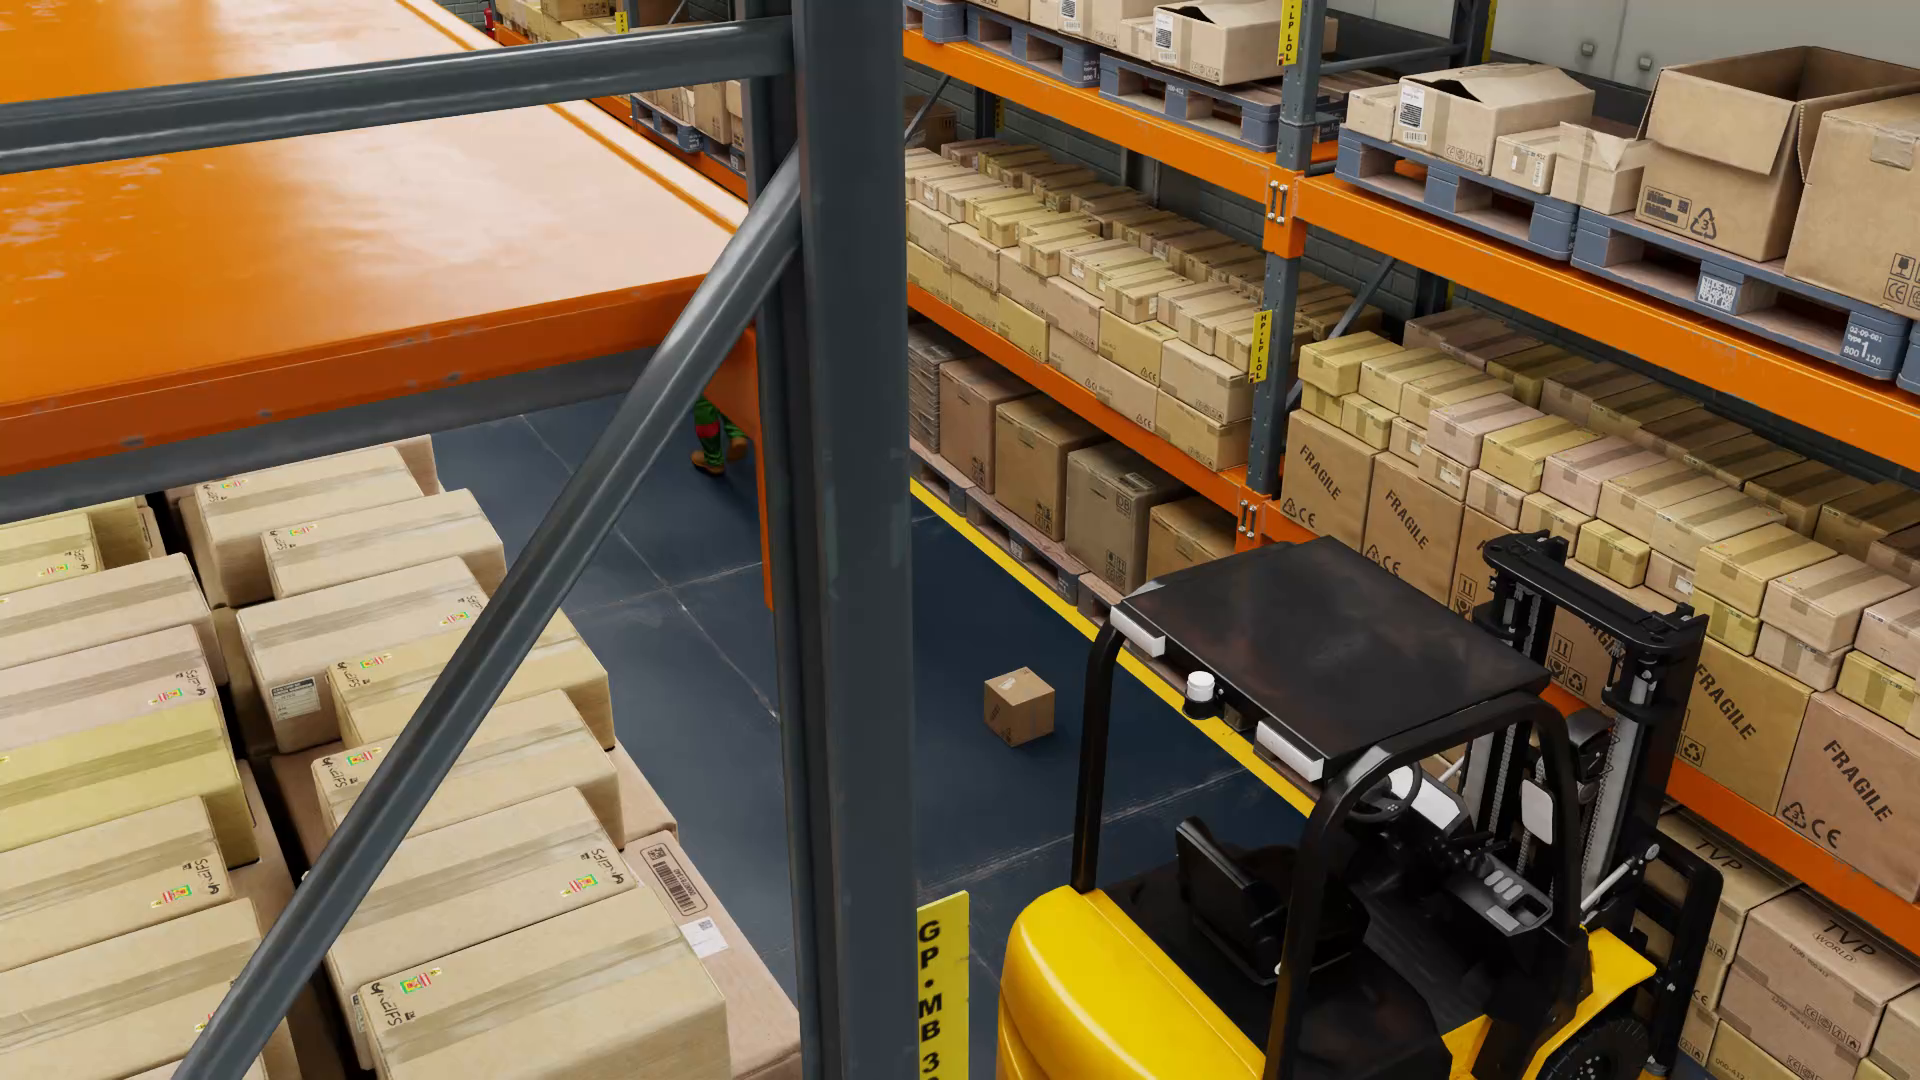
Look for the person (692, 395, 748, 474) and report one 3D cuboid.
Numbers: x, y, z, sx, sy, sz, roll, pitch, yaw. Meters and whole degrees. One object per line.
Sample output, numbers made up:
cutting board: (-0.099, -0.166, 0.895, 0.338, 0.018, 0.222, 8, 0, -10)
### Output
person: (-1.598, -1.263, 10.346, 0.542, 1.784, 0.461, -19, 34, -31)
